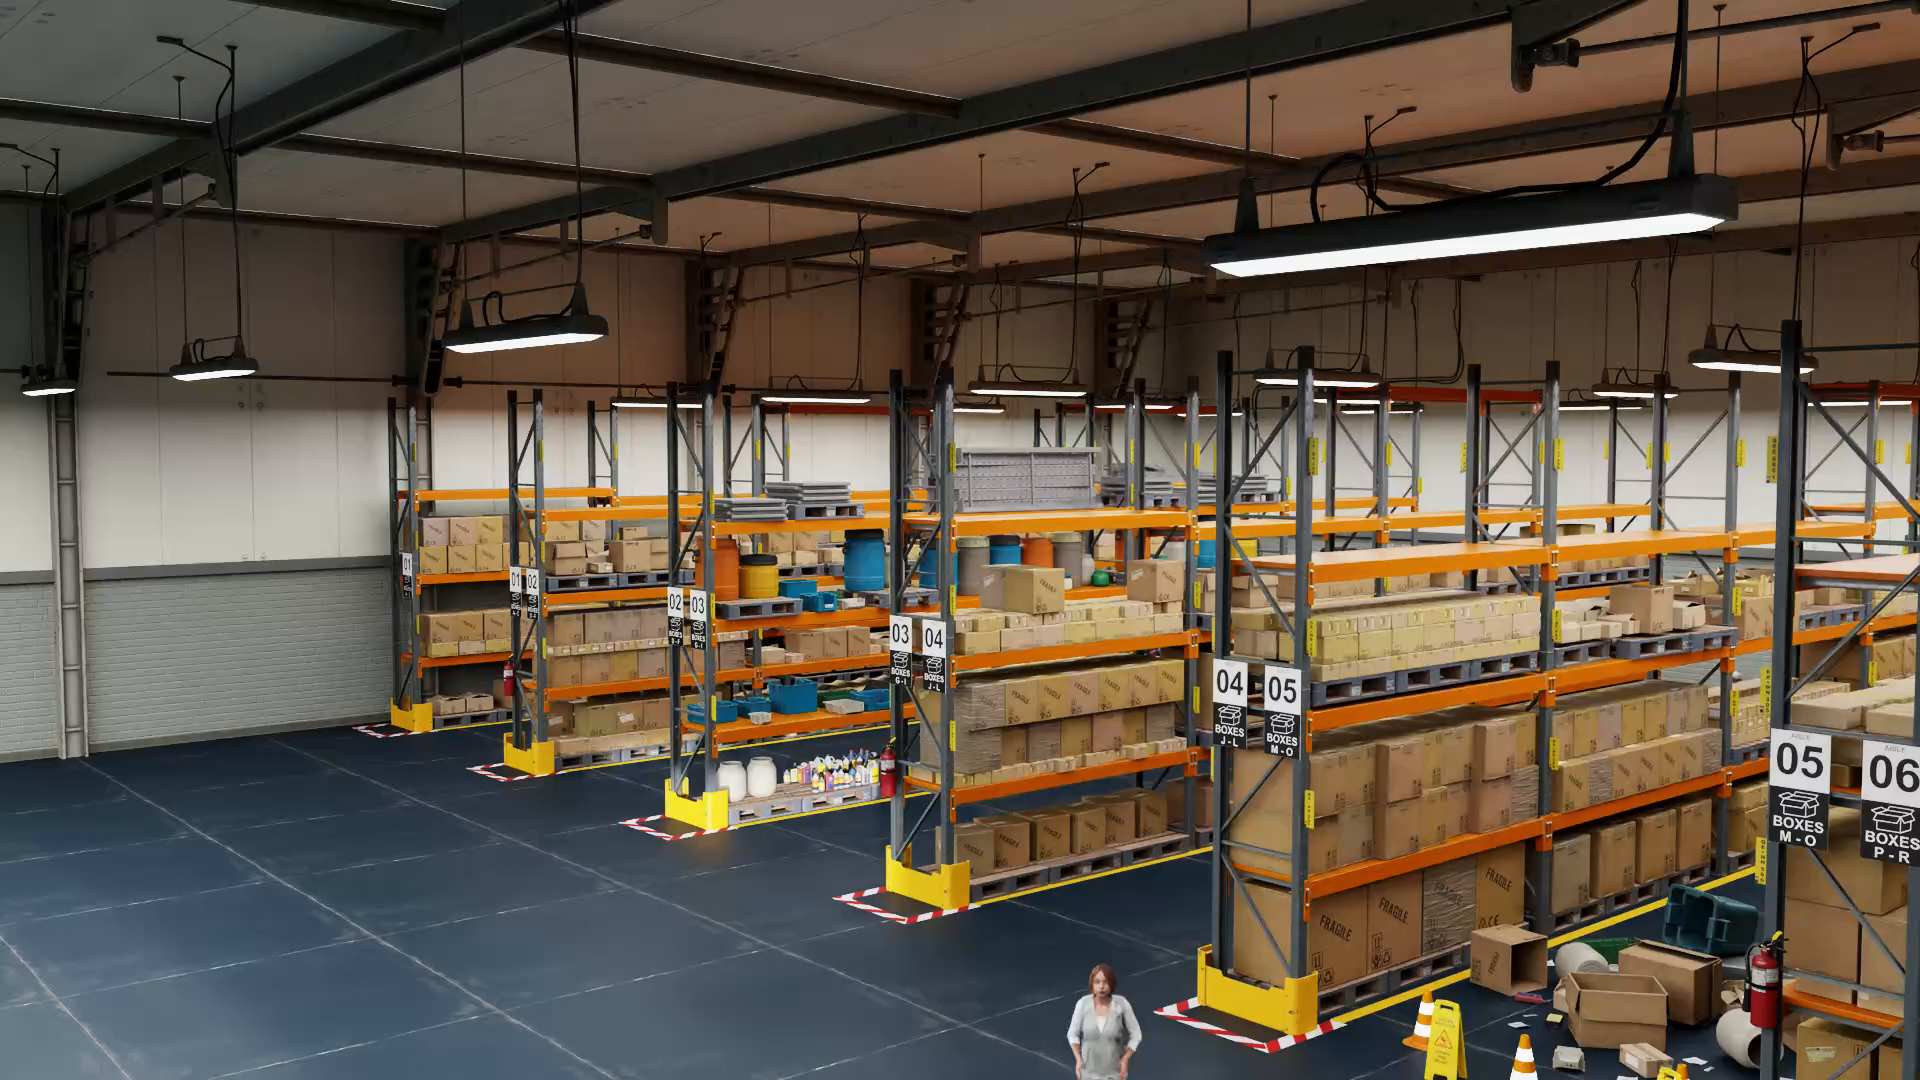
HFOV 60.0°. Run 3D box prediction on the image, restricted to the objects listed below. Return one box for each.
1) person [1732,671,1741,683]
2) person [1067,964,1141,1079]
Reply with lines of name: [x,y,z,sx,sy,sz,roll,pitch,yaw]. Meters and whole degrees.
person: [11.531,2.839,24.726,0.774,1.821,0.685,-3,4,-40]
person: [0.996,3.710,11.563,0.517,1.551,0.532,1,3,10]
